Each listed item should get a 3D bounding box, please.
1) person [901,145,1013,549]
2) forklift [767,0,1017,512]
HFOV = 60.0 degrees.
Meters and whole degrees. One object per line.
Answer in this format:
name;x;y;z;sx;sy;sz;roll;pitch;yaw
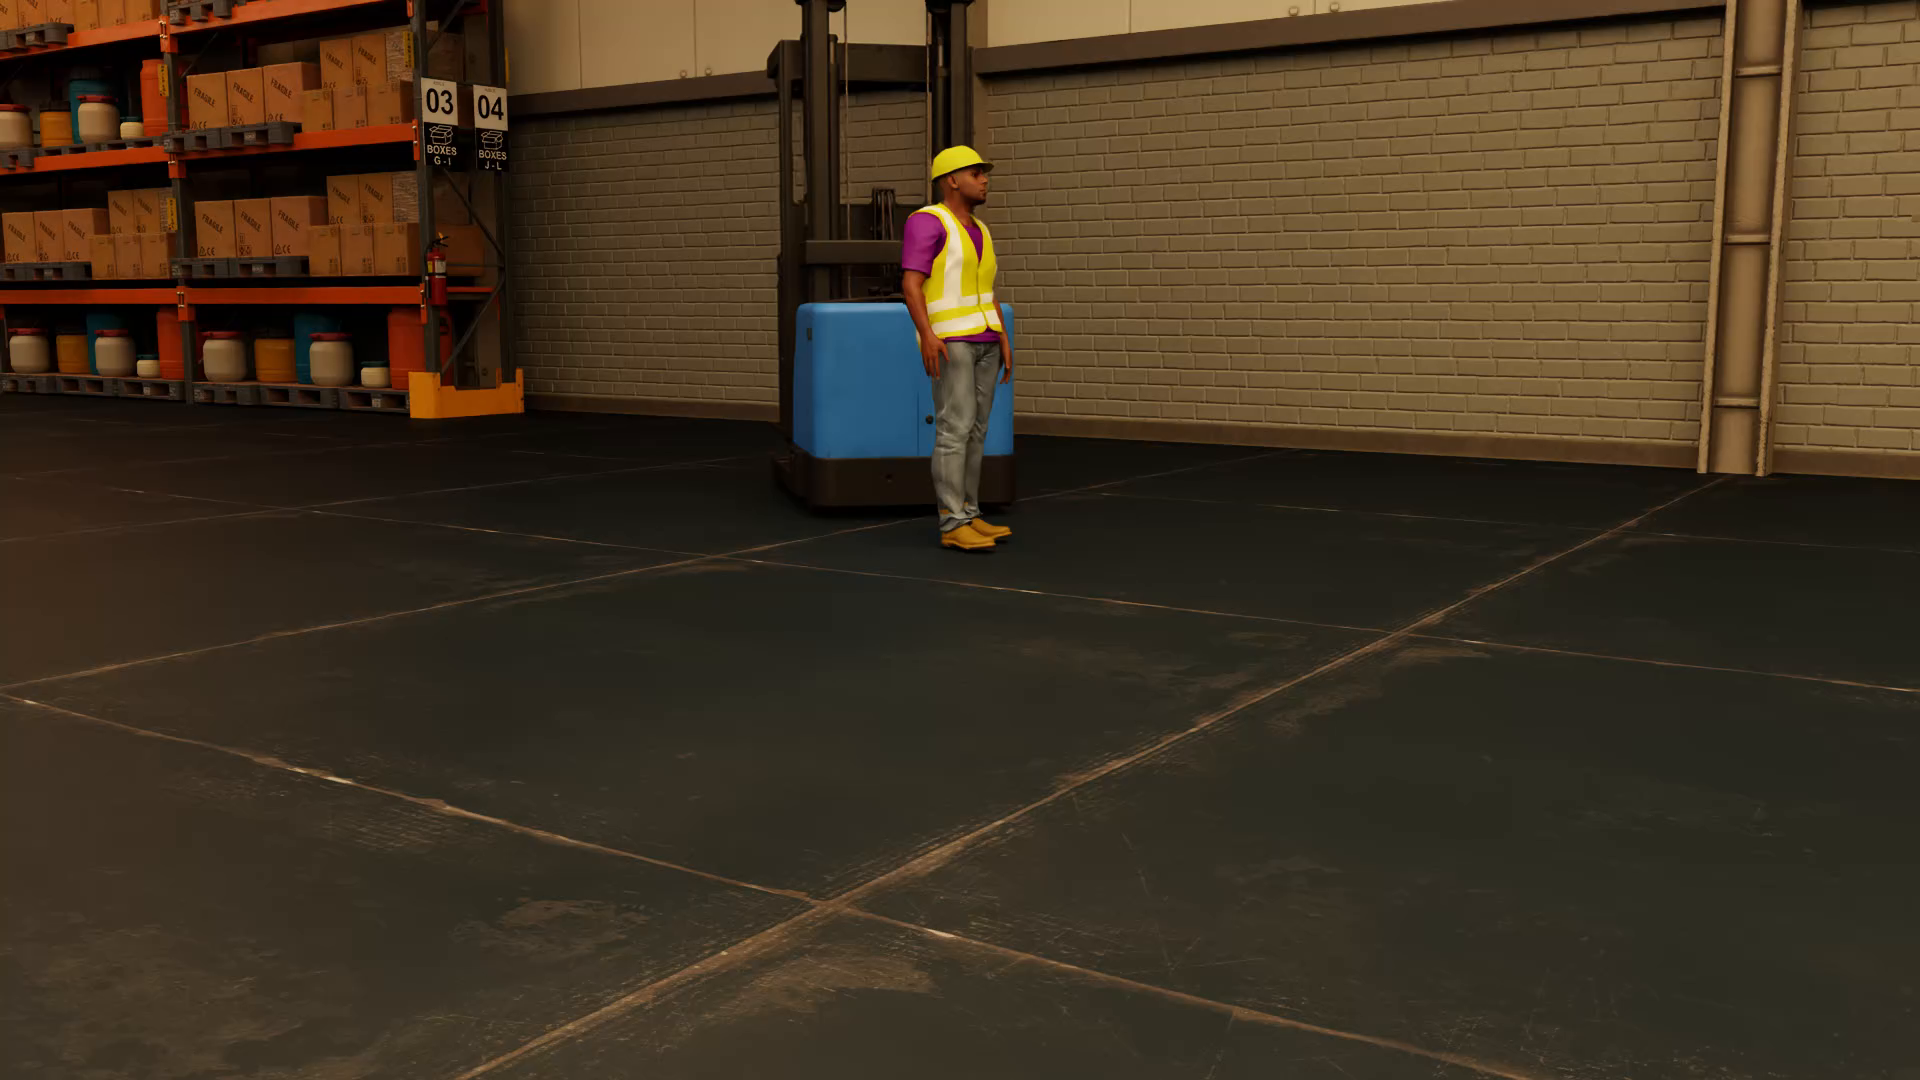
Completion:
person;0.068;-0.874;7.446;0.572;1.764;0.669;5;10;34
forklift;-0.517;-1.765;9.604;1.130;2.935;3.031;-2;8;-12
